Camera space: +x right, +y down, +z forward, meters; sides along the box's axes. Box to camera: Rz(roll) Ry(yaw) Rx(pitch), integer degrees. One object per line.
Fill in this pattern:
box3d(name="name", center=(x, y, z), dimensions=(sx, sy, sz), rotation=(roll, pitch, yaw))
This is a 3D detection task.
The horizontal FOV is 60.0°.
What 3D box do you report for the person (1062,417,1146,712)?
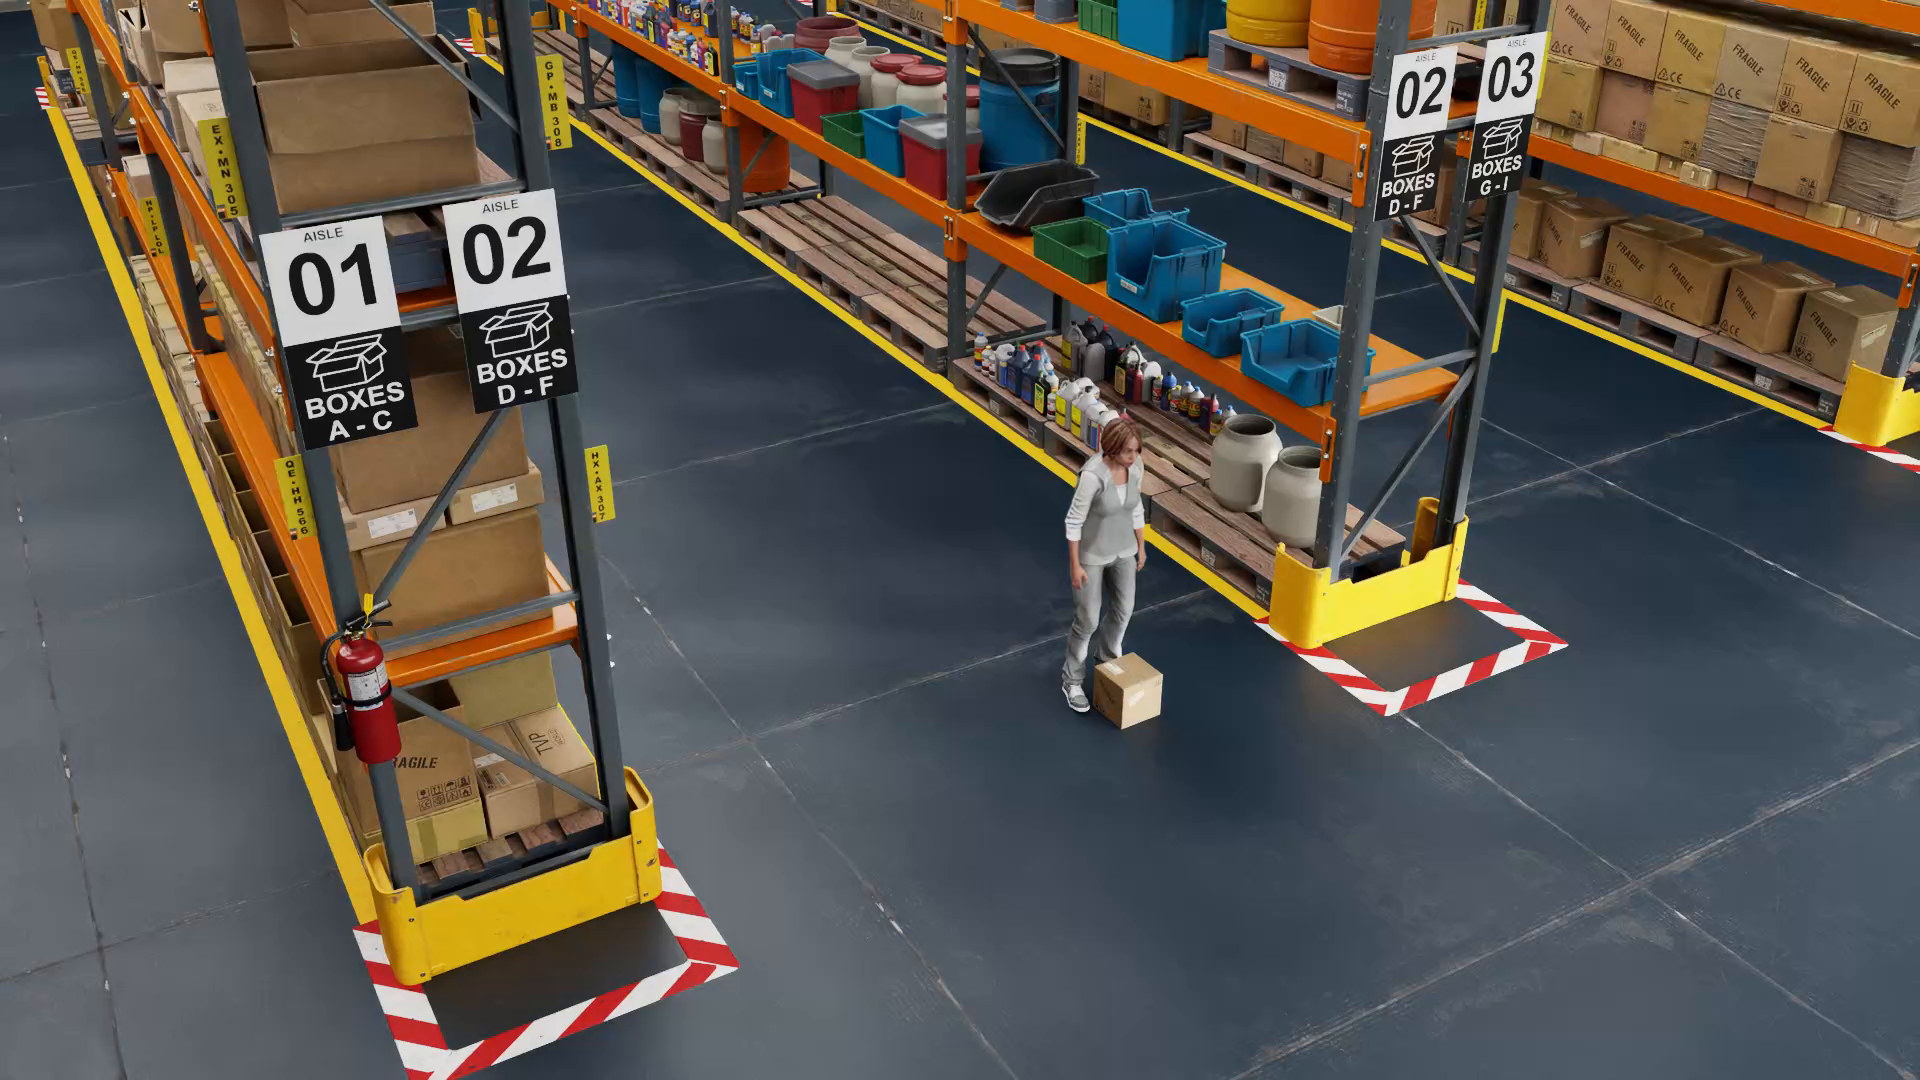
box3d(name="person", center=(0.741, 0.097, 8.390), dimensions=(0.470, 1.591, 0.334), rotation=(-17, 33, -27))
